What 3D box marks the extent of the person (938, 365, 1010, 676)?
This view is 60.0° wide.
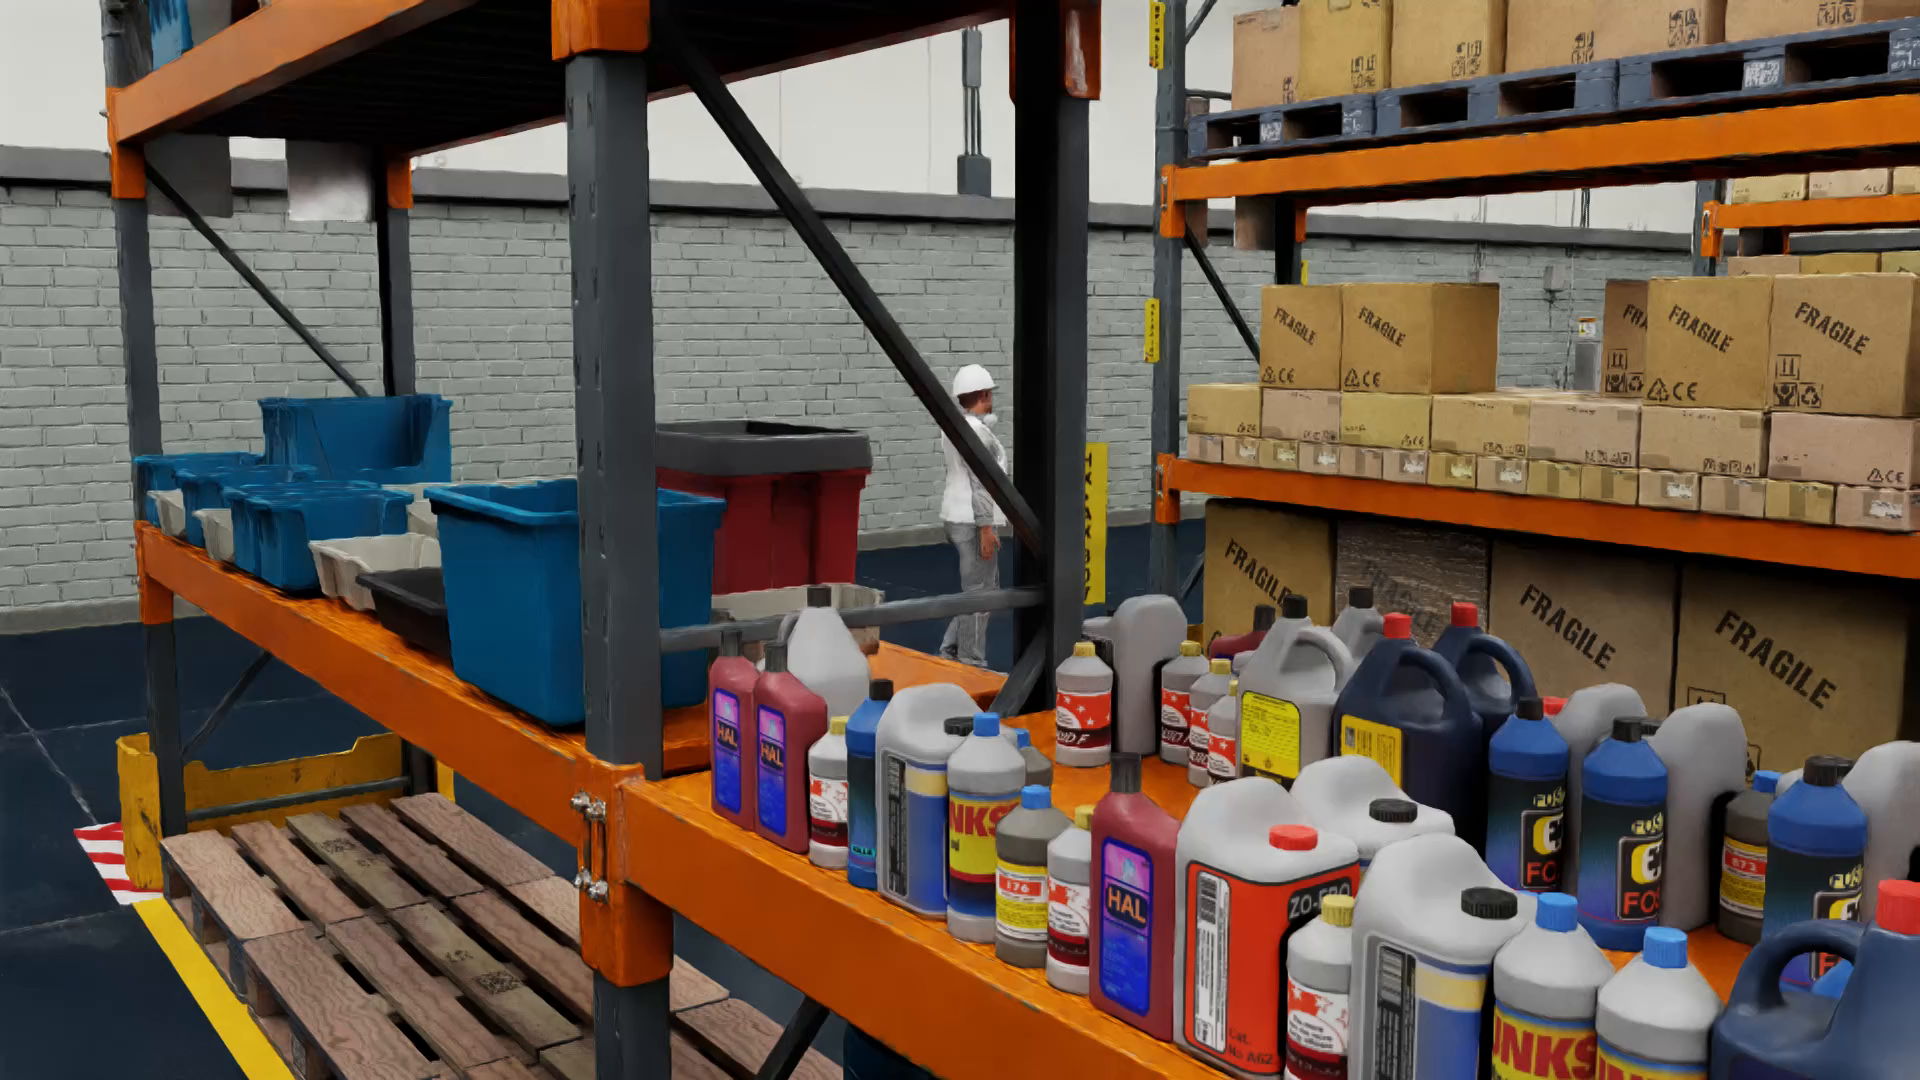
[{"bbox_3d":[0.088,-0.070,9.277,0.365,1.804,0.565,-2,8,-14],"label":"person"}]
